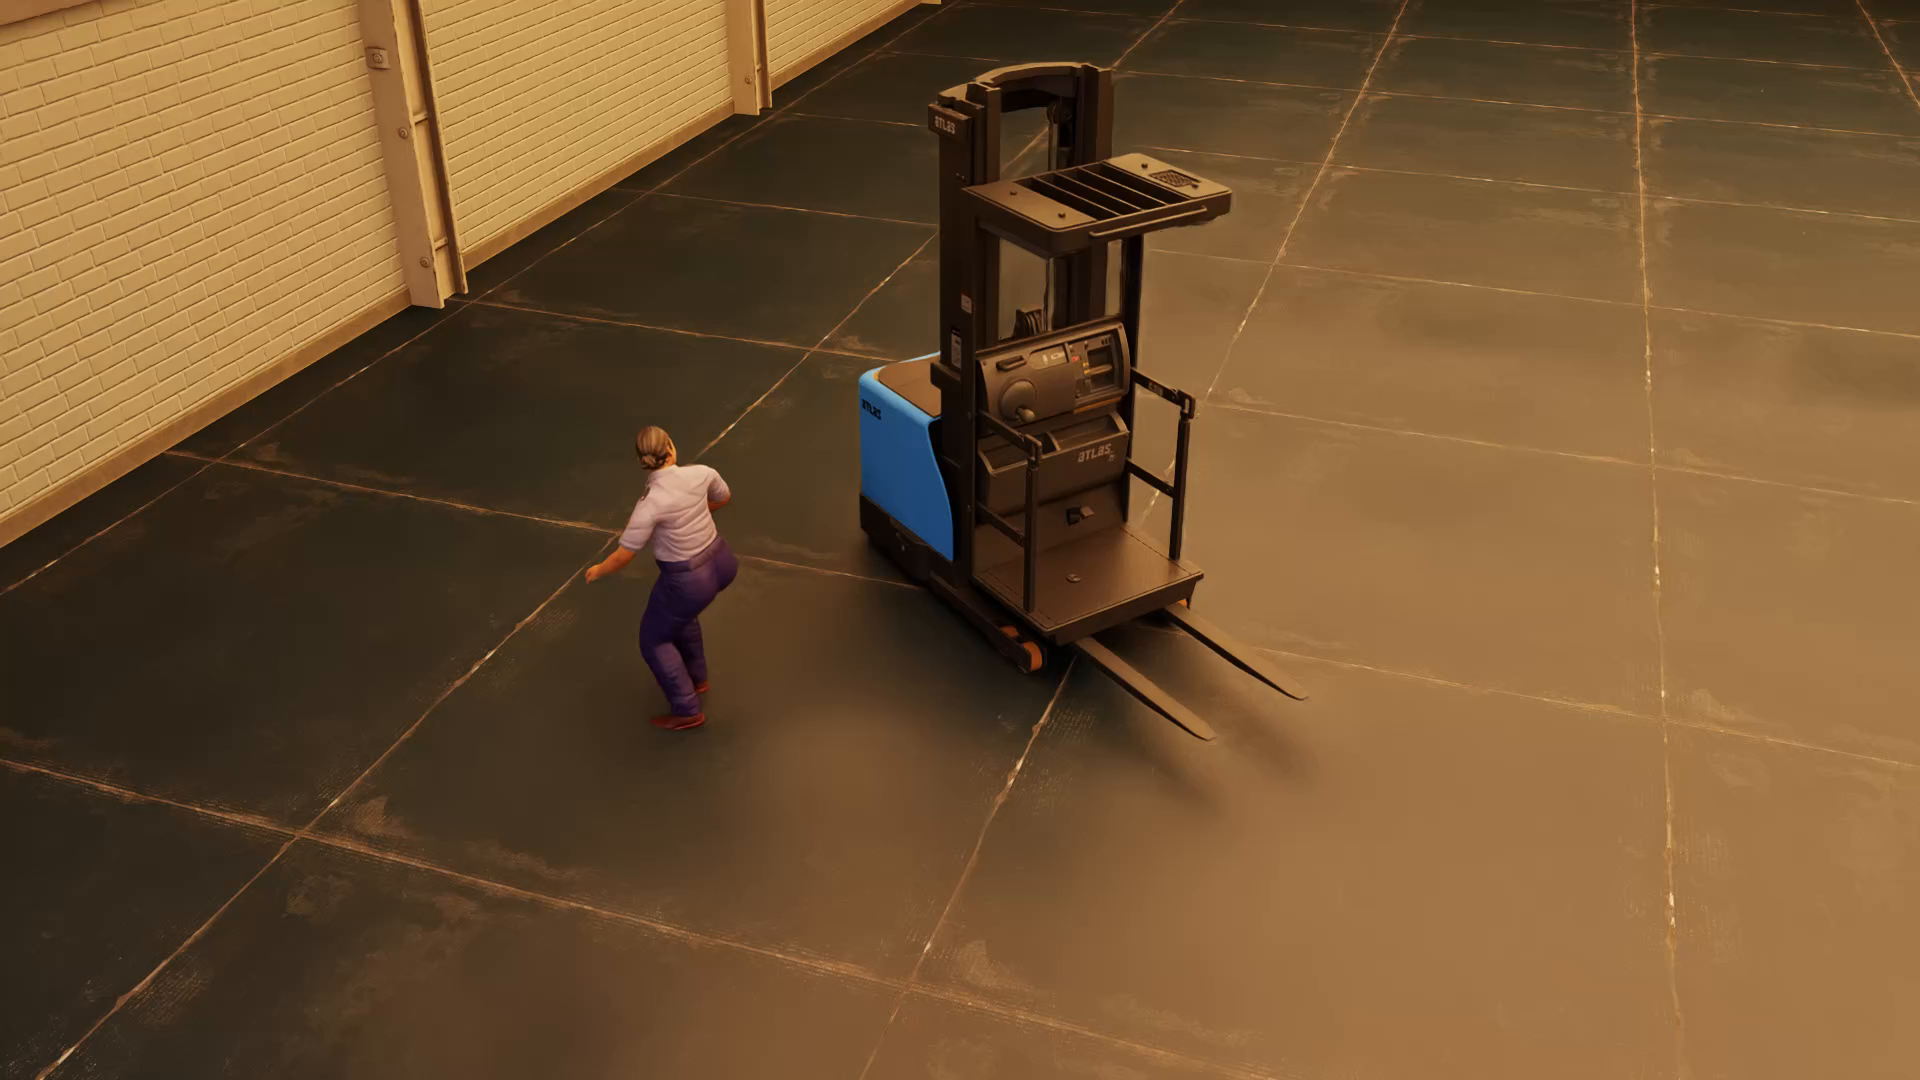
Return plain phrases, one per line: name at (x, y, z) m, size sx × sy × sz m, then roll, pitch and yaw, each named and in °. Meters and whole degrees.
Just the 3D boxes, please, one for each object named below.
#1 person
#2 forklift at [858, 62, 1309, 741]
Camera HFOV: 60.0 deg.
person at (-1.453, 0.168, 8.246) m, size 0.603 × 1.609 × 0.719 m, roll 15°, pitch 33°, yaw 24°
forklift at (0.626, -0.836, 8.602) m, size 1.130 × 2.935 × 3.031 m, roll -18°, pitch 34°, yaw -29°
